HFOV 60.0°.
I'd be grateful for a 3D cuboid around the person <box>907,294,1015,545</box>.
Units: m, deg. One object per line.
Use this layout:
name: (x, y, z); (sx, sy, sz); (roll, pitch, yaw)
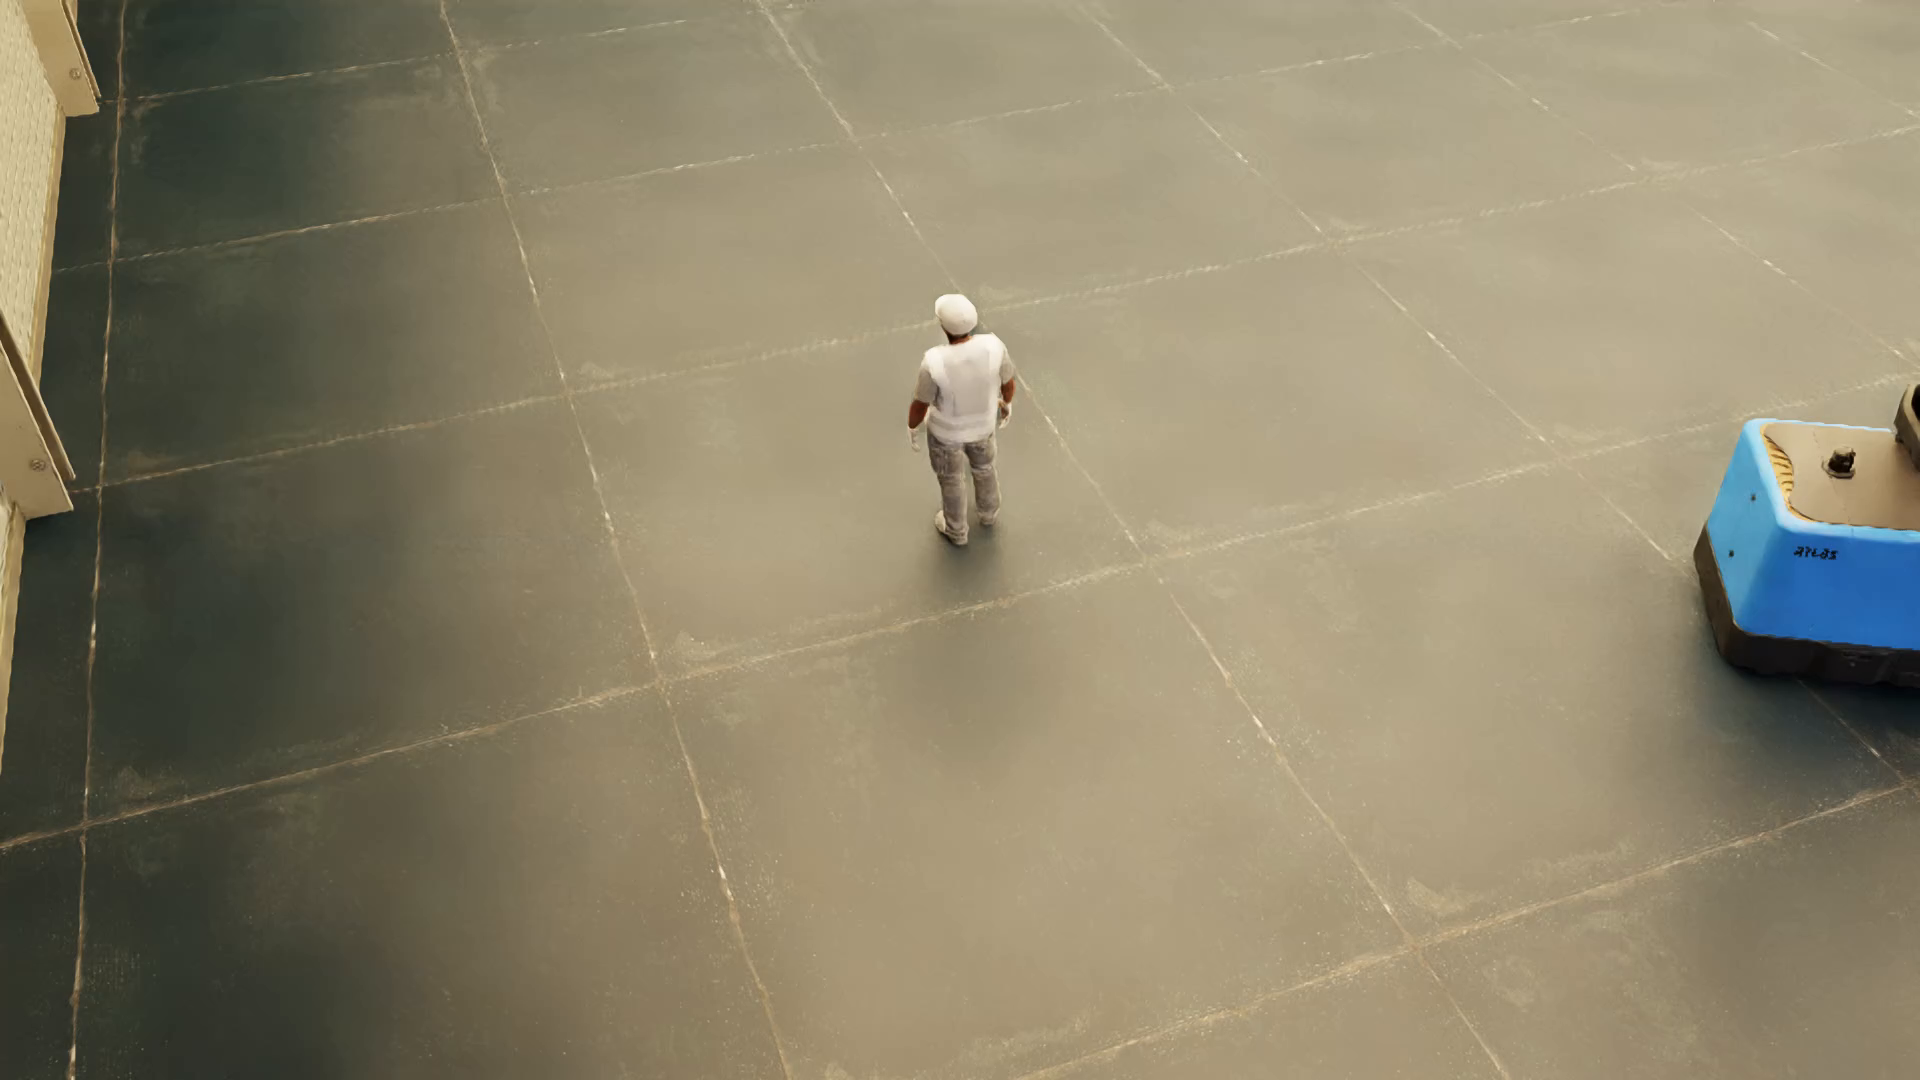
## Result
person: (-0.020, -0.739, 9.758); (0.655, 1.782, 0.558); (-13, 42, -15)
